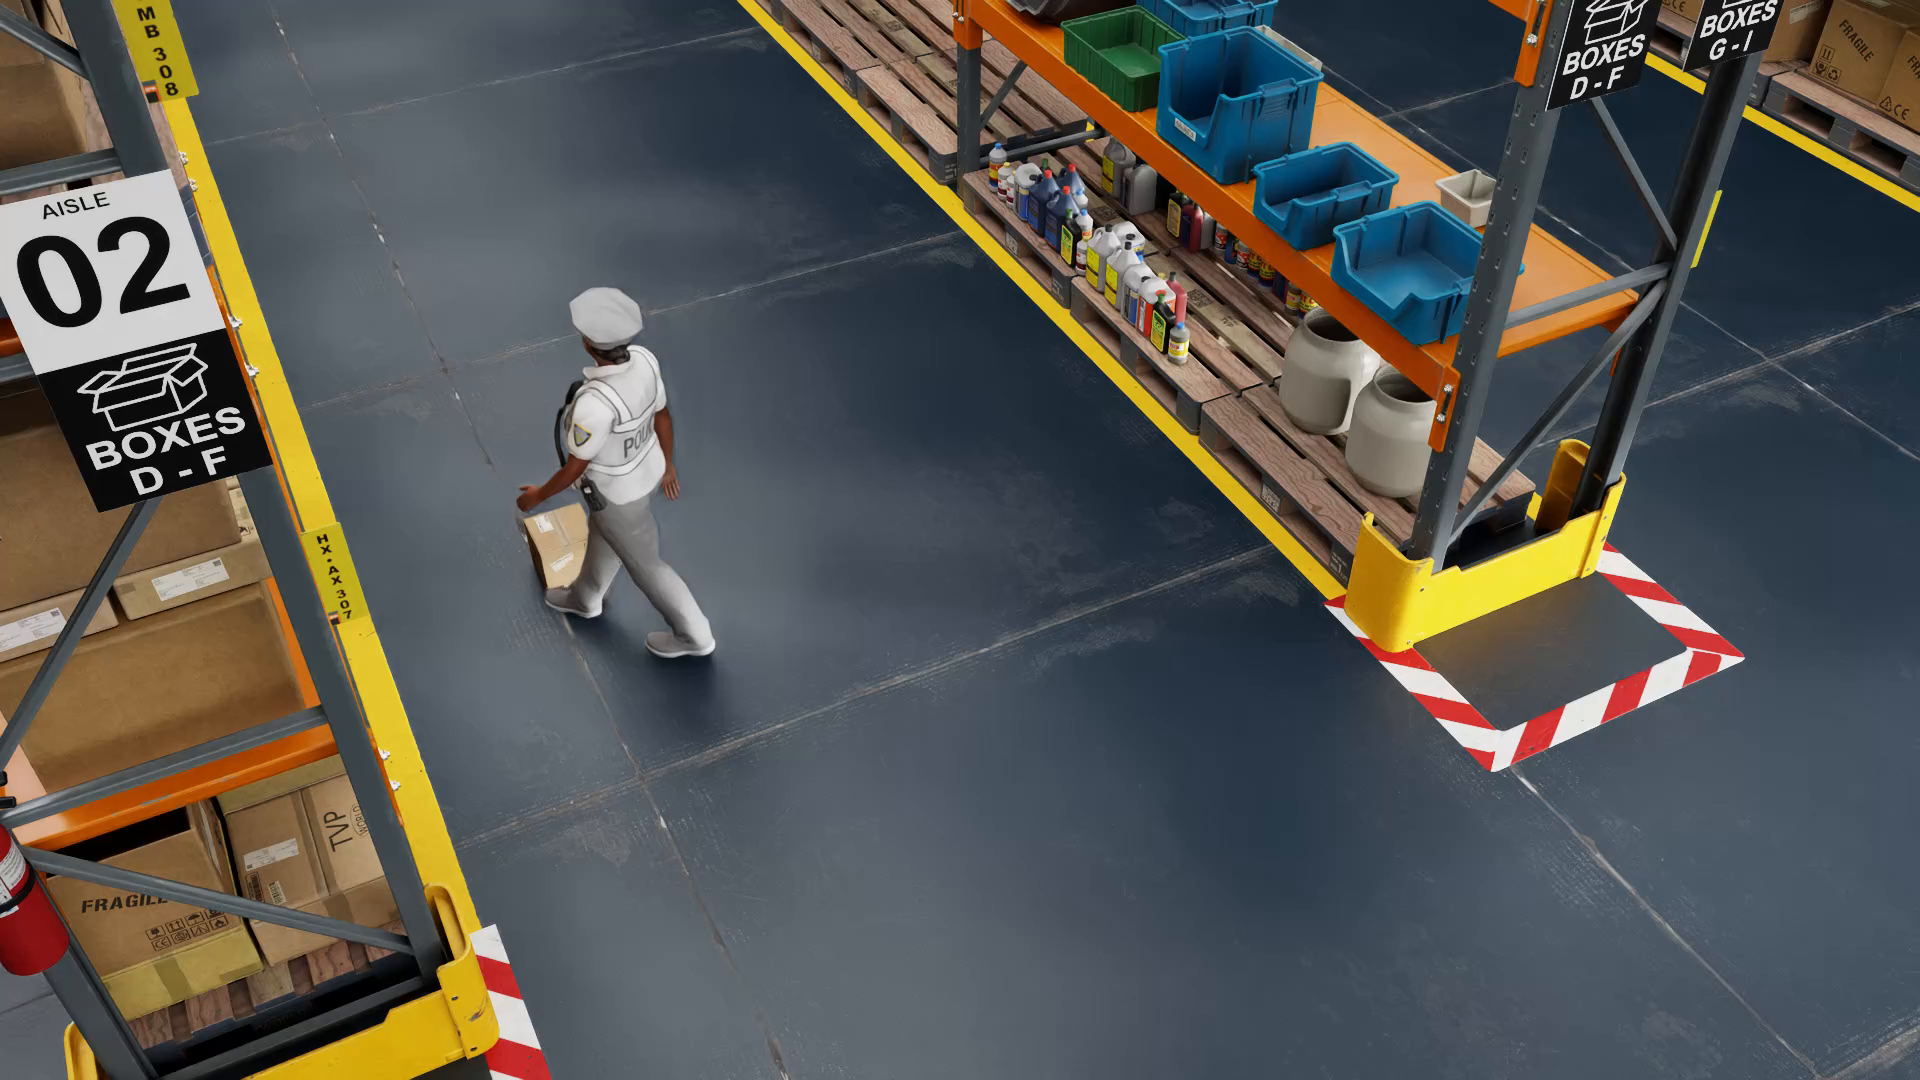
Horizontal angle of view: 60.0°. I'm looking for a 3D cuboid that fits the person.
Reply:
[{"bbox_3d":[-1.400,-0.229,6.392,0.815,1.665,0.481,10,42,11],"label":"person"}]
